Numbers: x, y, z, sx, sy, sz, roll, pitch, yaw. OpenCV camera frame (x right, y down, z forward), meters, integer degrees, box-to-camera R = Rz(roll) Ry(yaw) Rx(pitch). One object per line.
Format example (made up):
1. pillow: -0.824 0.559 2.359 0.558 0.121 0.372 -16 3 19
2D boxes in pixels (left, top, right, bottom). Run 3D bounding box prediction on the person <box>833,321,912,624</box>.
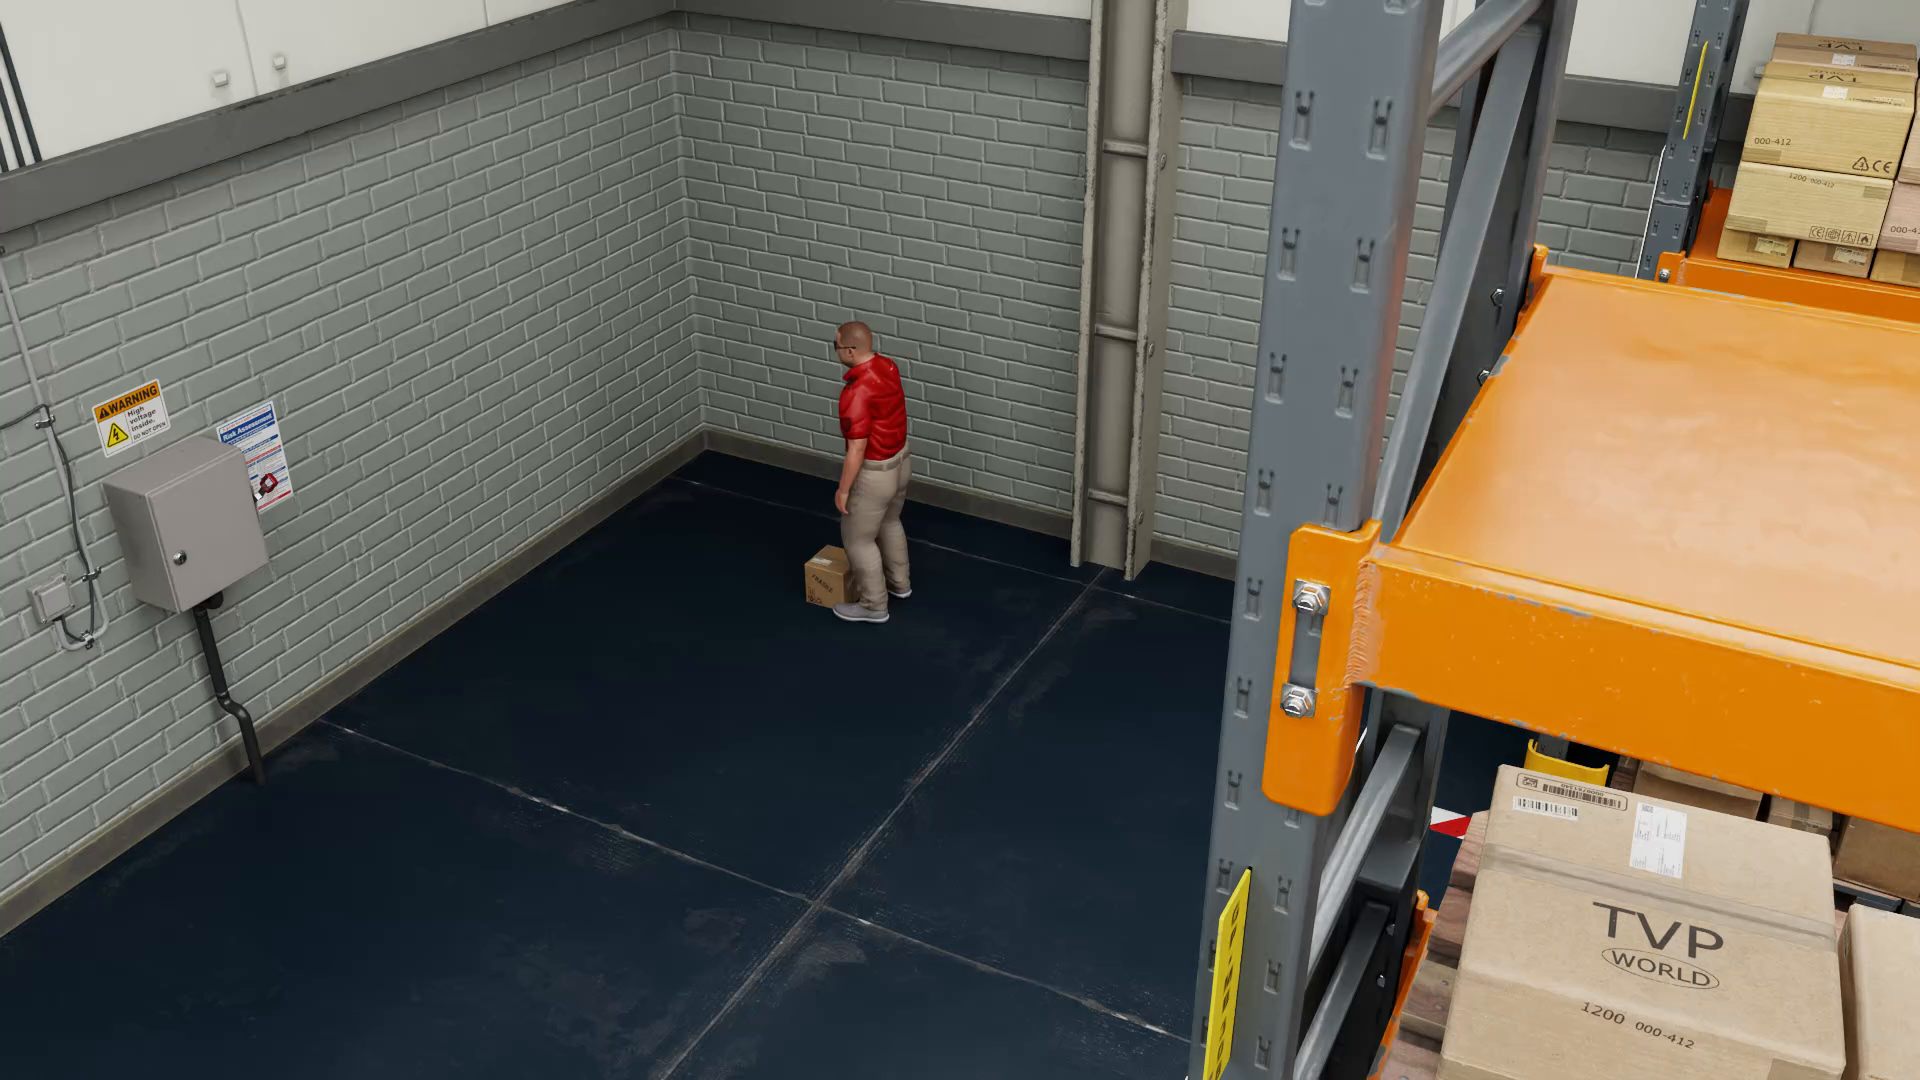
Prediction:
1. person: -0.478 -0.368 8.946 0.384 1.728 0.604 13 32 21
